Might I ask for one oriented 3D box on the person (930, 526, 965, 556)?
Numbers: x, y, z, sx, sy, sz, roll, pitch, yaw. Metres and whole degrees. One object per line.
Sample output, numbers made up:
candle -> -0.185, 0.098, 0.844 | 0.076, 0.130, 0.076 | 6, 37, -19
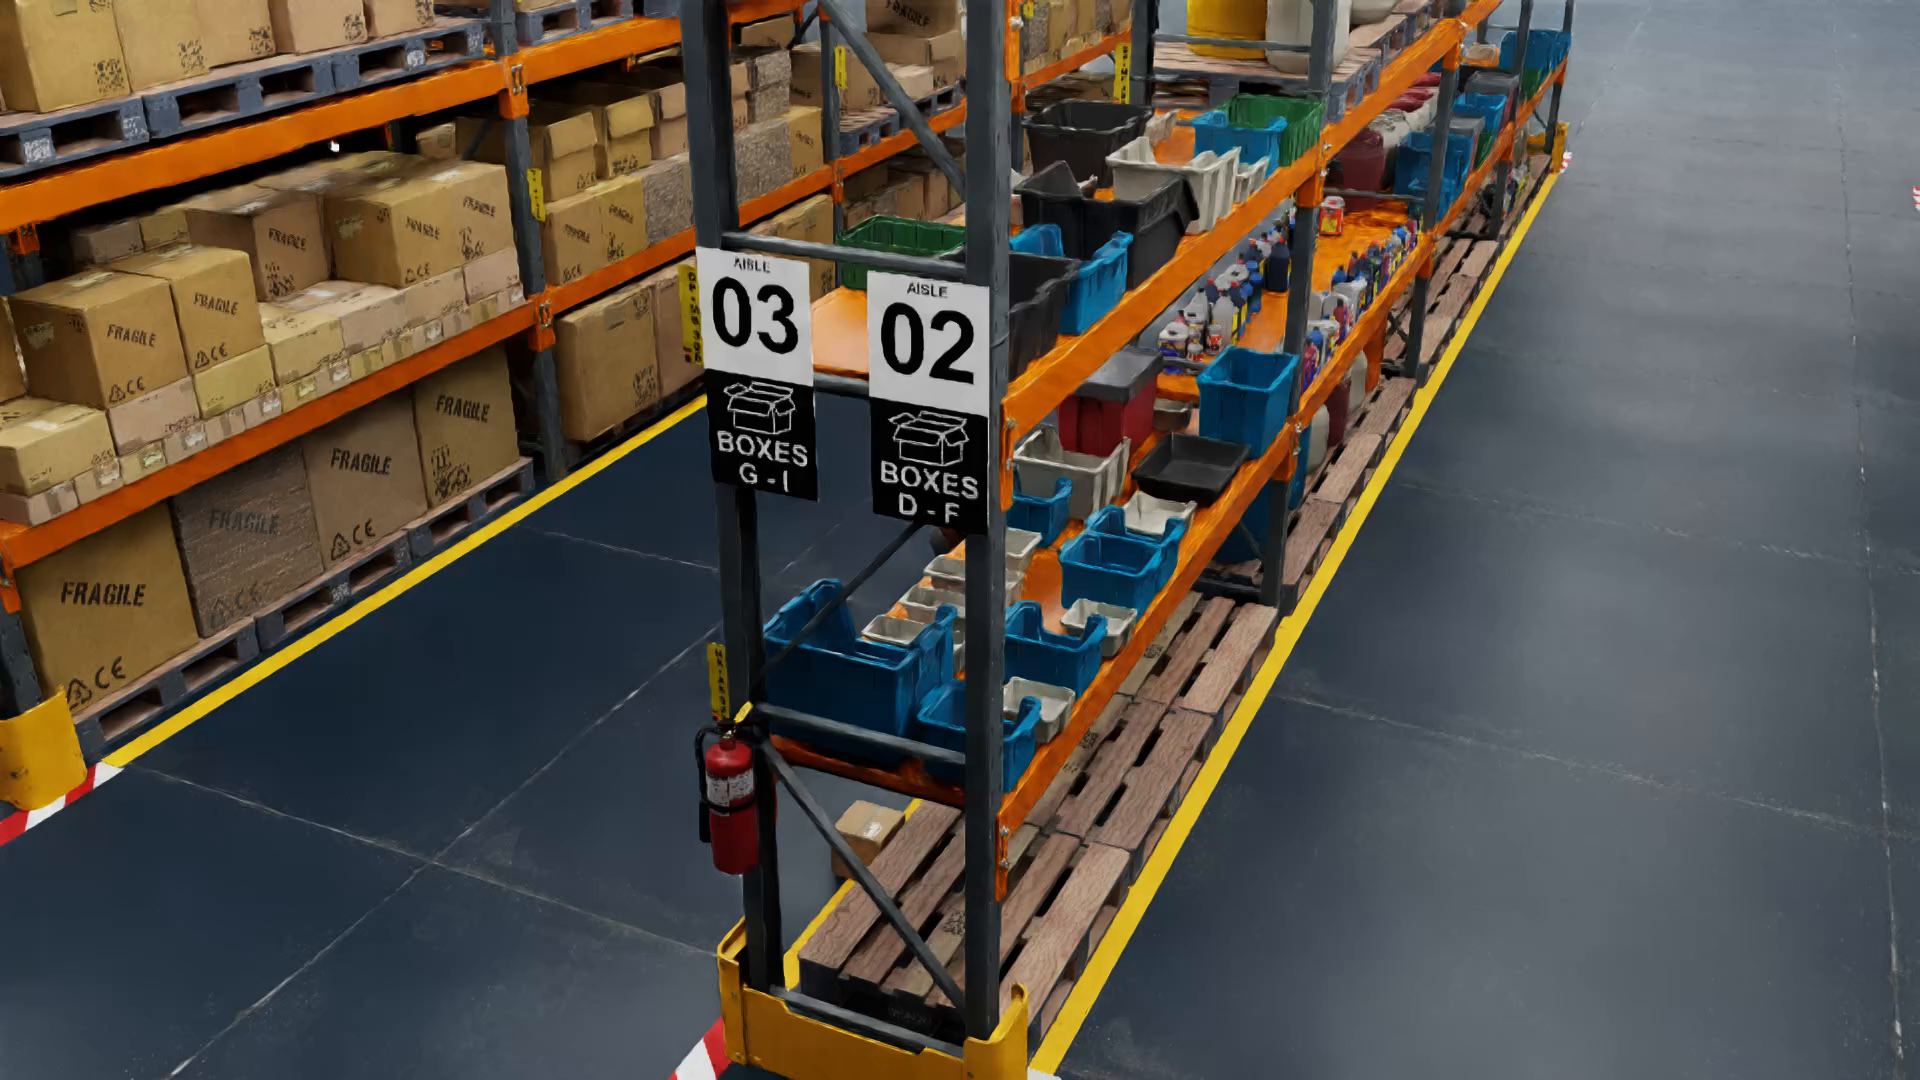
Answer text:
person -> 0.088, -0.020, 8.655 | 0.663, 1.613, 0.470 | -20, 33, -35
